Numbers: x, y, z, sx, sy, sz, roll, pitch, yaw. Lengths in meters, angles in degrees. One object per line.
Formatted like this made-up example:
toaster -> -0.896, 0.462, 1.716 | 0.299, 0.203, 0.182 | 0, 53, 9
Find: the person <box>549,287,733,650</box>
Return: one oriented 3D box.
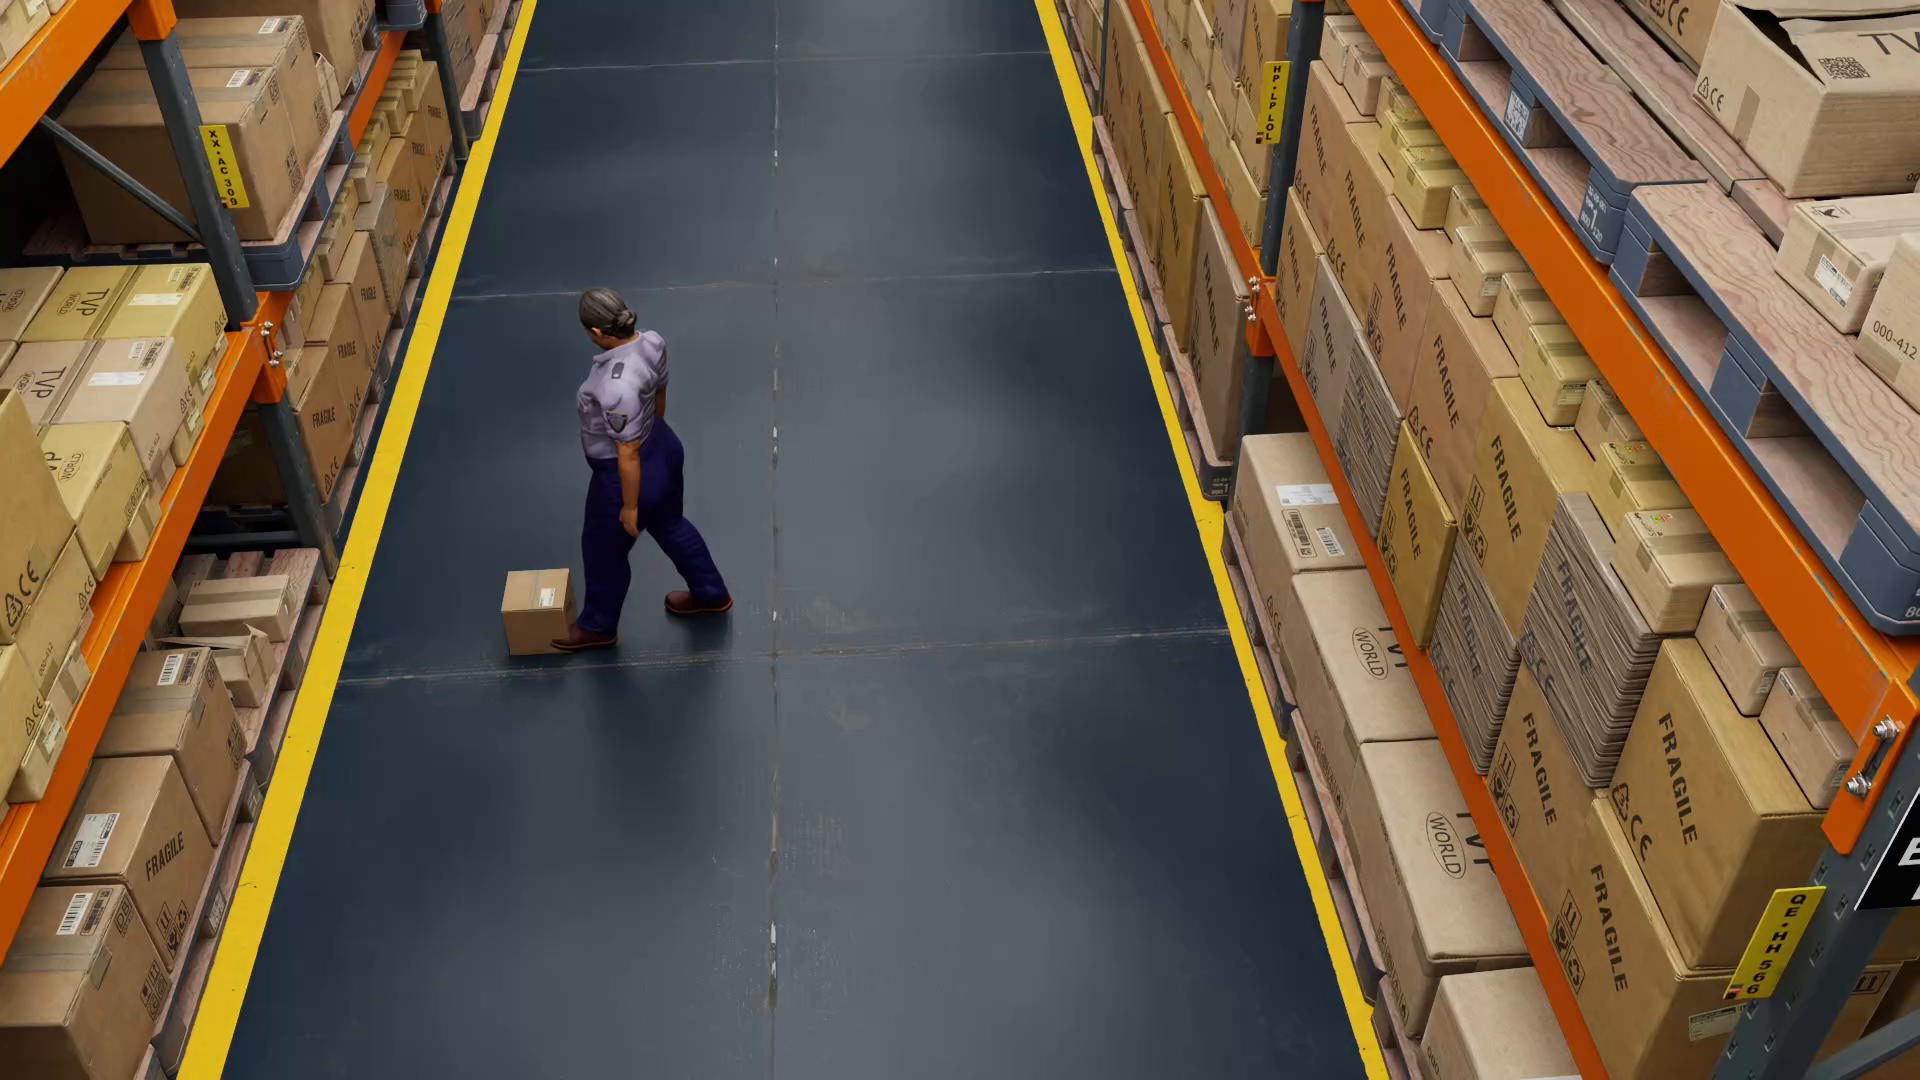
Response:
person -> -1.338, -0.279, 6.496 | 0.730, 1.615, 0.518 | 5, 40, 6
